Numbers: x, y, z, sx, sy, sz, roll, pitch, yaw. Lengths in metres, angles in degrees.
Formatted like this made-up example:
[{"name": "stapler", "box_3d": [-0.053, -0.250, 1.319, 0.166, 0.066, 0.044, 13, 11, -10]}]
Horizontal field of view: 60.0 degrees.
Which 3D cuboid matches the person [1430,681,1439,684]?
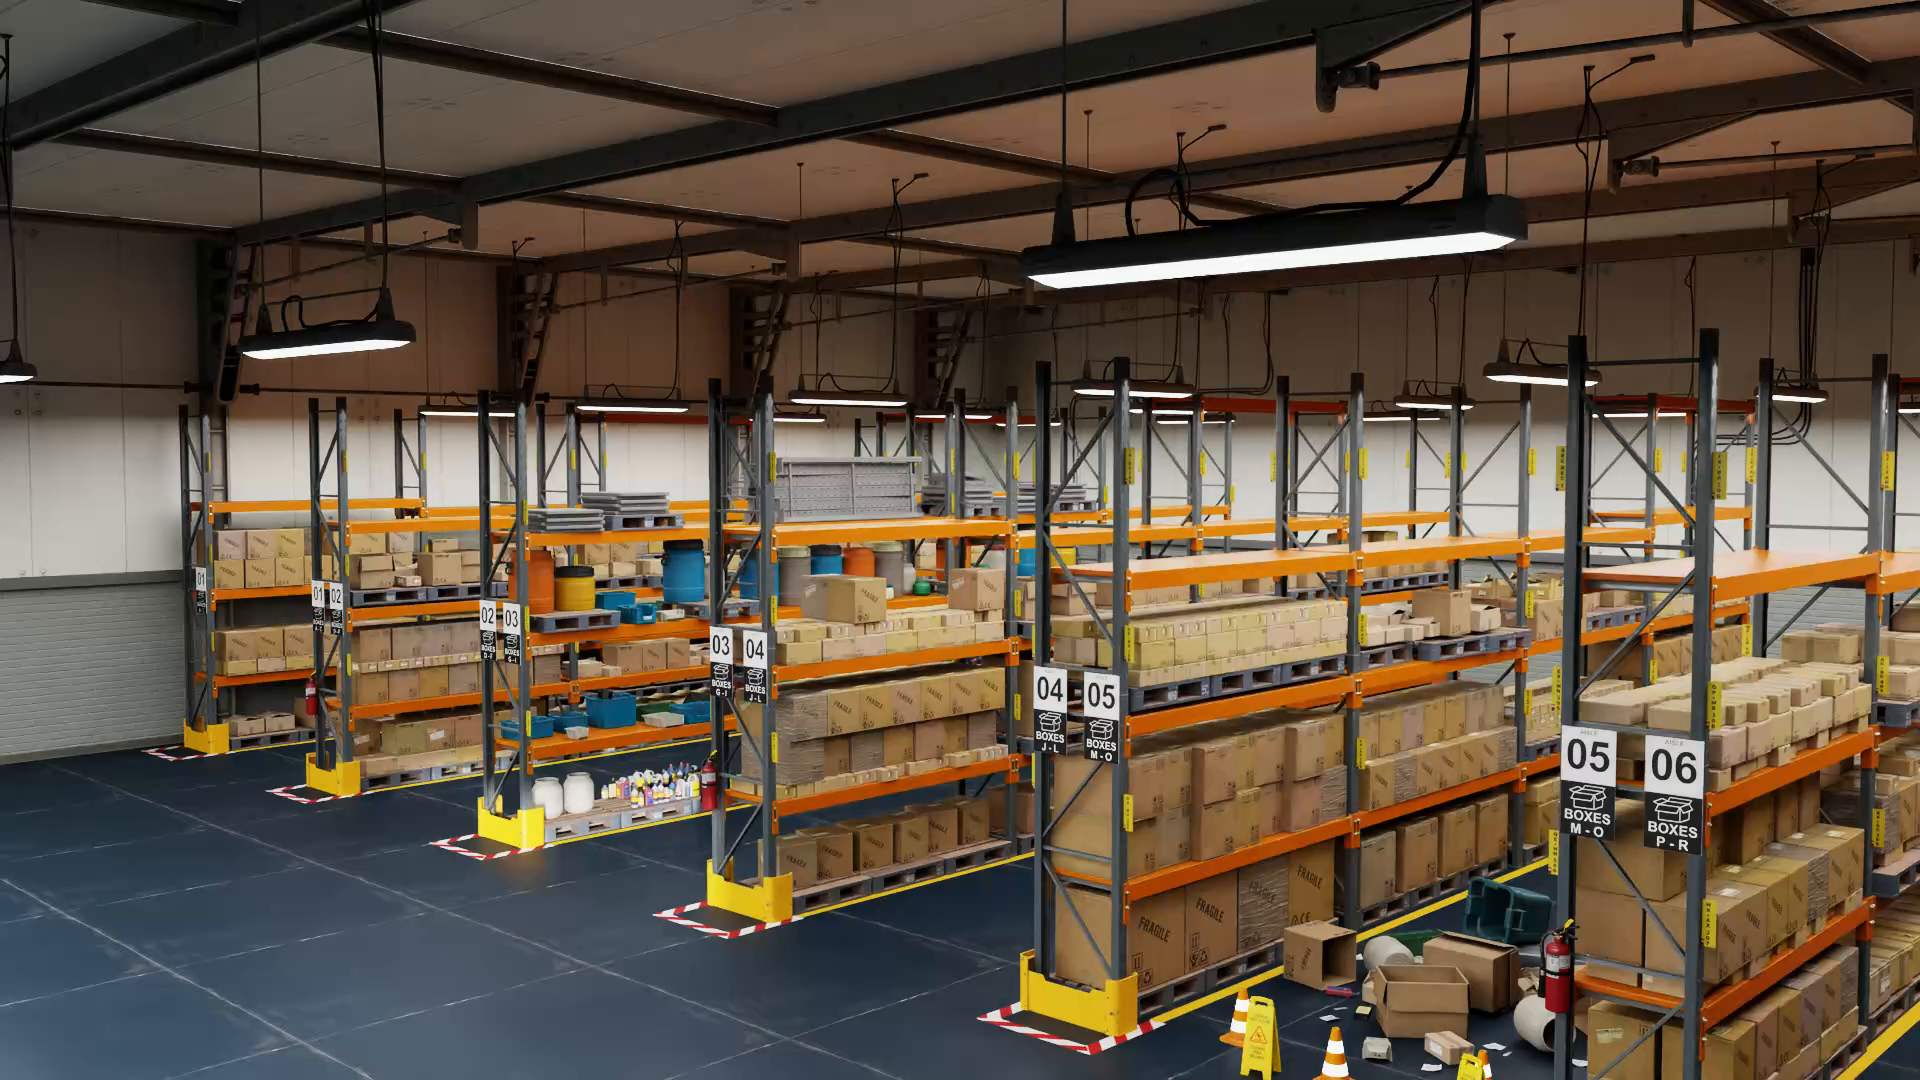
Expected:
[{"name": "person", "box_3d": [7.245, 2.986, 25.003, 0.659, 1.772, 1.044, 3, 4, 40]}]
